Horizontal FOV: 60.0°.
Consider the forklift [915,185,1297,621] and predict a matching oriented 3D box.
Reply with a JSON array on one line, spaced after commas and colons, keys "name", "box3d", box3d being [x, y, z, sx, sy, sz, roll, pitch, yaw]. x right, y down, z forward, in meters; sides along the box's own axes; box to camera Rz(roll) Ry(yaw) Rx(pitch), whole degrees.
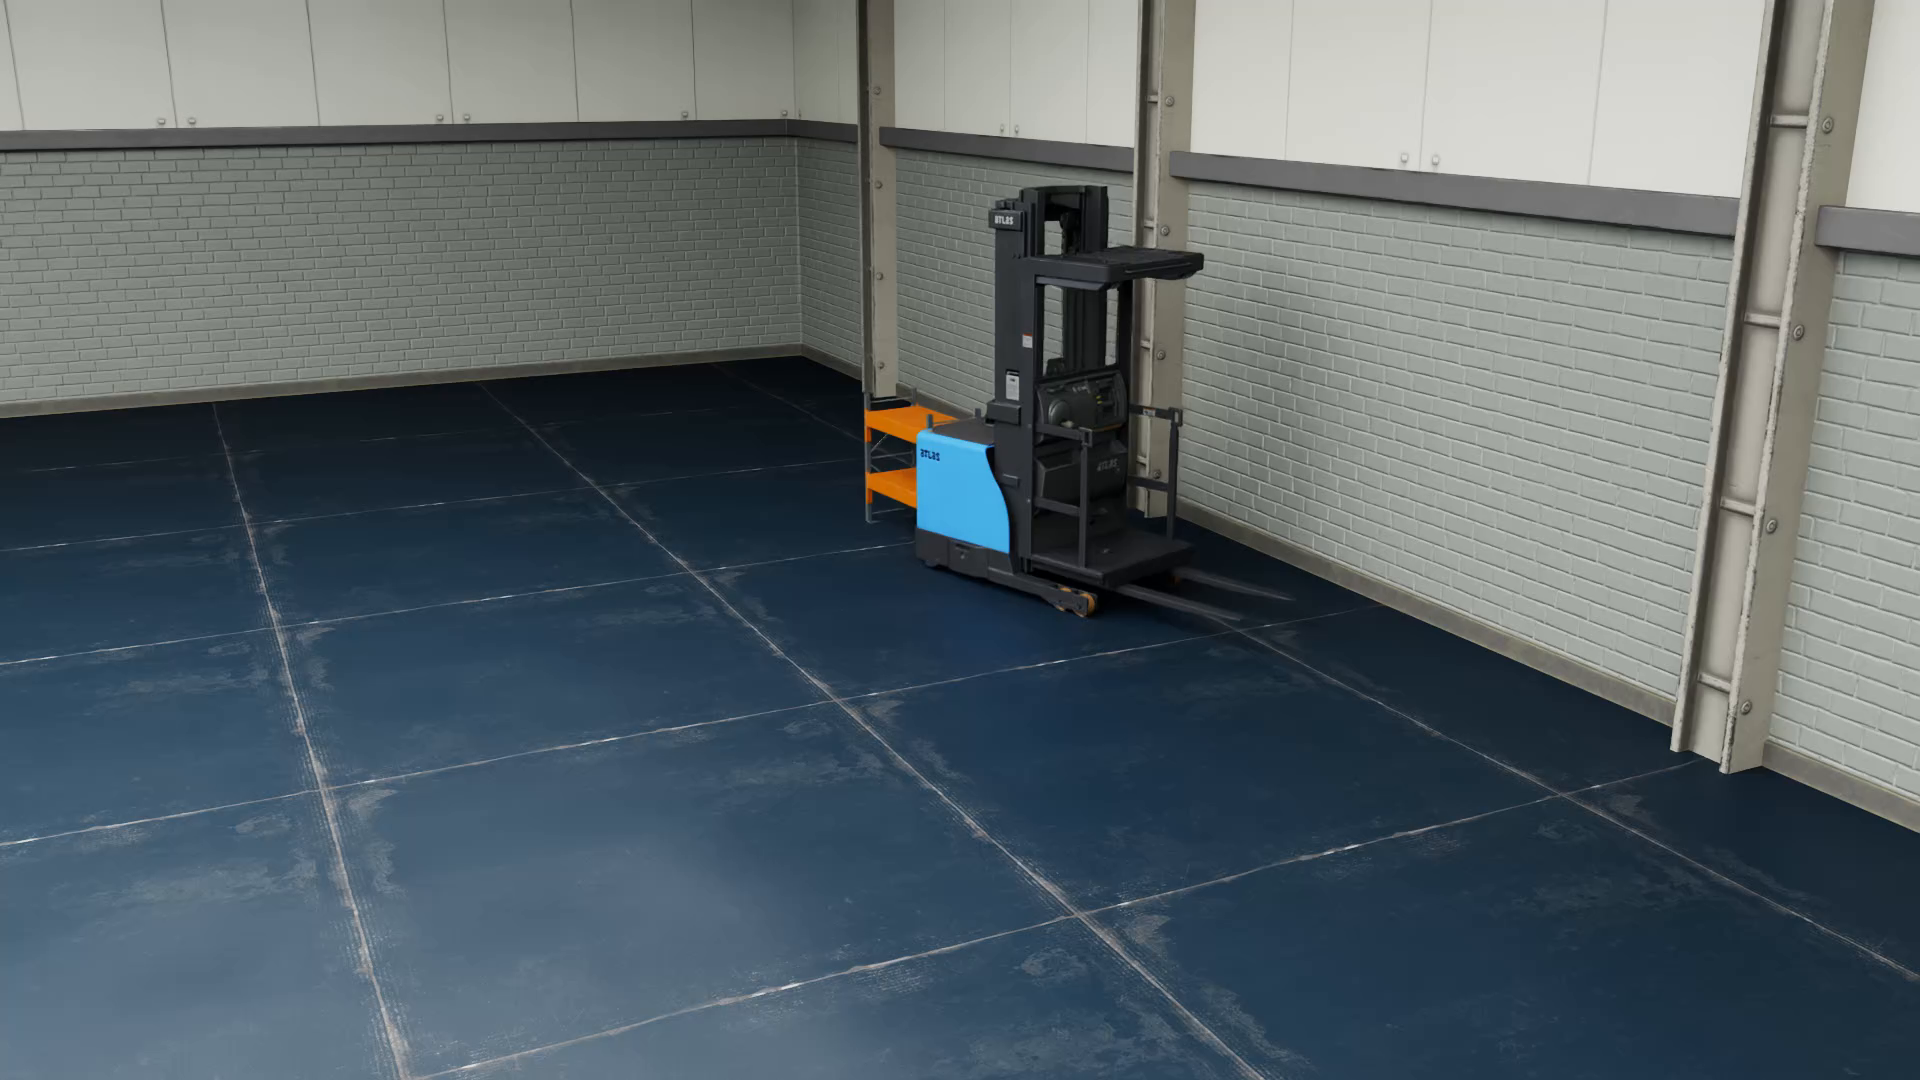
[{"name": "forklift", "box3d": [1.040, -1.023, 12.001, 1.130, 2.935, 3.031, -15, 22, -43]}]

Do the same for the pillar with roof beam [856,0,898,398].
[{"name": "pillar with roof beam", "box3d": [-4.821, -5.549, 16.774, 9.100, 9.000, 0.400, -8, 18, -25]}]

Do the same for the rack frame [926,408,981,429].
[{"name": "rack frame", "box3d": [-0.048, -0.485, 13.402, 0.500, 1.125, 0.032, -10, 19, -31]}]

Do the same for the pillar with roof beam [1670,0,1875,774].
[{"name": "pillar with roof beam", "box3d": [0.436, -2.574, 6.405, 9.100, 9.000, 0.400, -8, 18, -25]}]

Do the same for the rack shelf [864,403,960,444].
[{"name": "rack shelf", "box3d": [-0.318, -0.885, 13.736, 0.538, 0.278, 1.000, -10, 19, -31]}]

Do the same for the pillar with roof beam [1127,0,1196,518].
[{"name": "pillar with roof beam", "box3d": [-2.193, -4.061, 11.589, 9.100, 9.000, 0.400, -8, 18, -25]}]

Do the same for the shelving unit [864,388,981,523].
[{"name": "shelving unit", "box3d": [-0.318, -0.604, 13.816, 0.538, 1.125, 1.048, -10, 19, -31]}]

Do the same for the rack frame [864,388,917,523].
[{"name": "rack frame", "box3d": [-0.587, -0.723, 14.231, 0.500, 1.125, 0.032, -10, 19, -31]}]

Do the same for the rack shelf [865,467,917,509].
[{"name": "rack shelf", "box3d": [-0.318, -0.369, 13.884, 0.538, 0.278, 1.000, -10, 19, -31]}]
